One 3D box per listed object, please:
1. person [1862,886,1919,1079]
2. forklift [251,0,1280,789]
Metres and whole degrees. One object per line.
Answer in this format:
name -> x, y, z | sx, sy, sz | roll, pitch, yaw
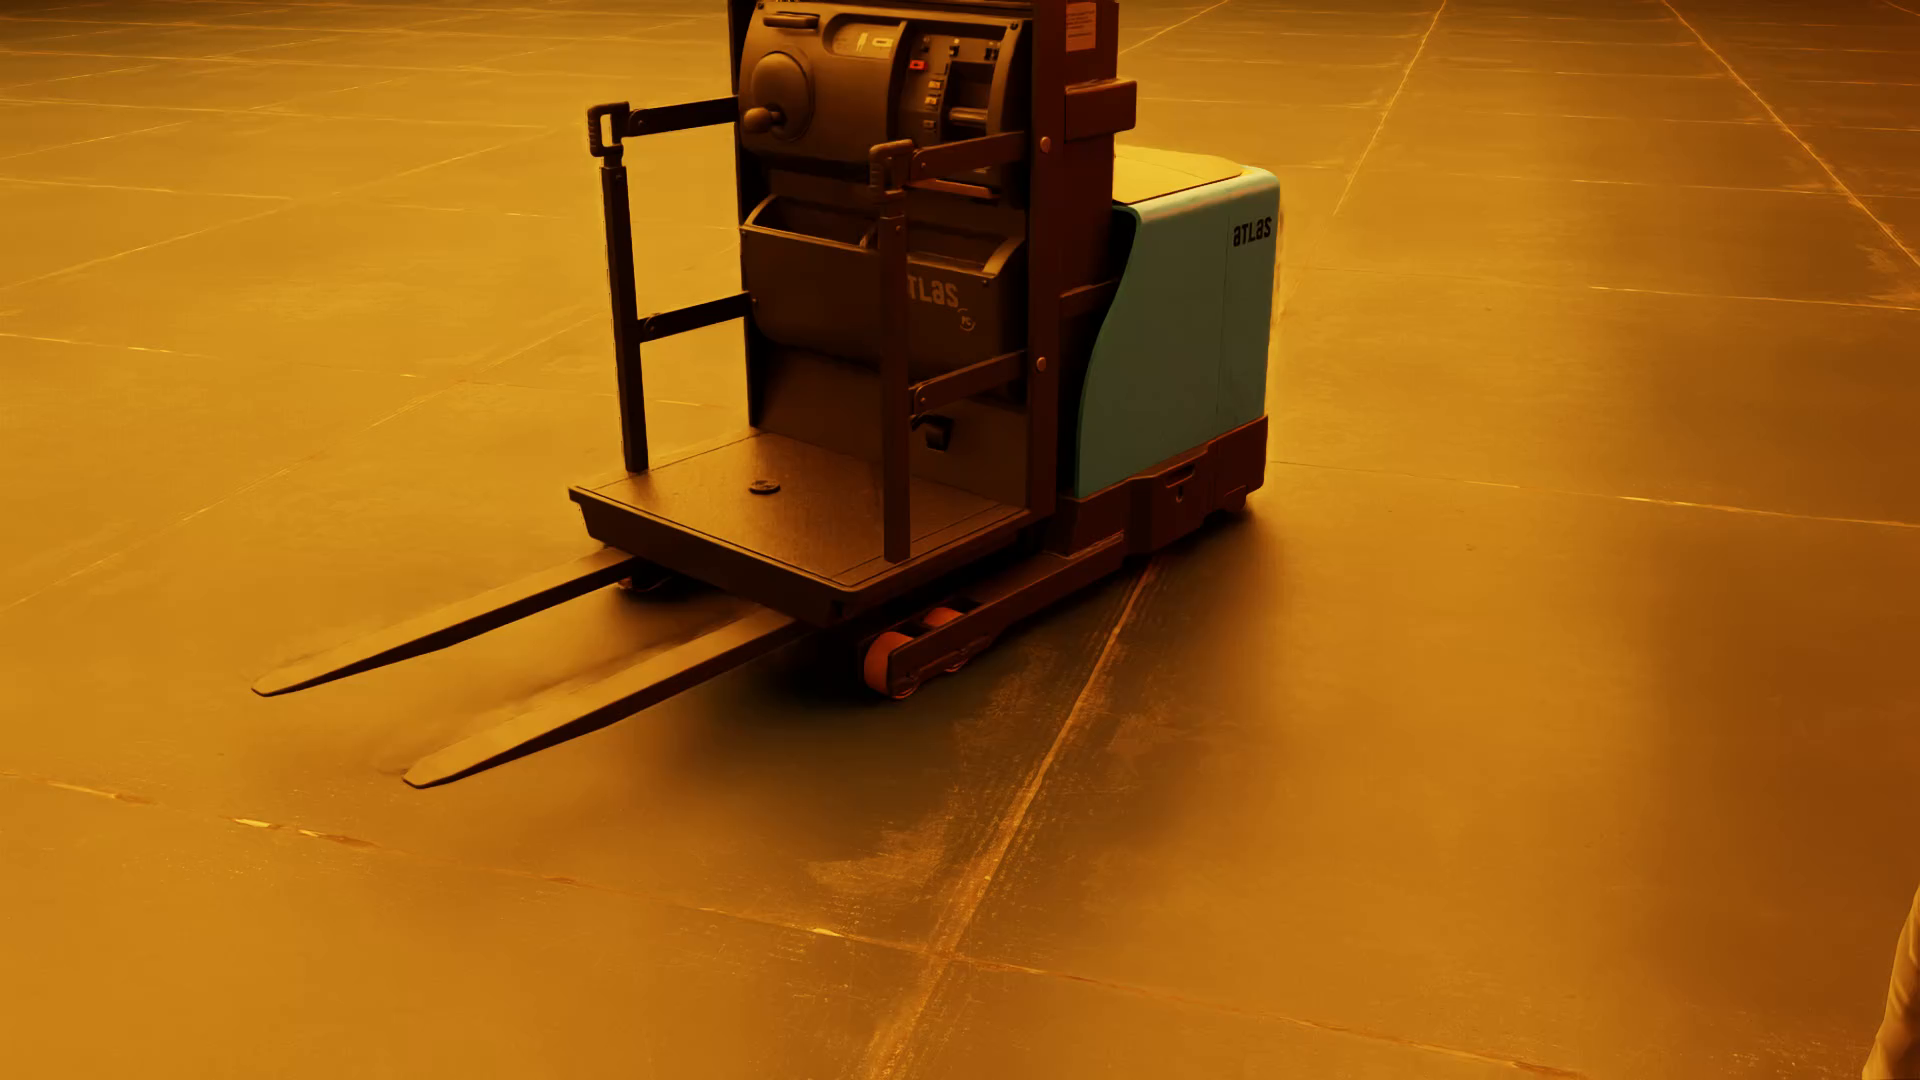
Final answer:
person -> 1.599, 0.242, 2.323 | 0.352, 1.694, 0.452 | -18, 29, -37
forklift -> -0.357, -1.174, 4.122 | 1.130, 2.935, 3.031 | 18, 29, 37
